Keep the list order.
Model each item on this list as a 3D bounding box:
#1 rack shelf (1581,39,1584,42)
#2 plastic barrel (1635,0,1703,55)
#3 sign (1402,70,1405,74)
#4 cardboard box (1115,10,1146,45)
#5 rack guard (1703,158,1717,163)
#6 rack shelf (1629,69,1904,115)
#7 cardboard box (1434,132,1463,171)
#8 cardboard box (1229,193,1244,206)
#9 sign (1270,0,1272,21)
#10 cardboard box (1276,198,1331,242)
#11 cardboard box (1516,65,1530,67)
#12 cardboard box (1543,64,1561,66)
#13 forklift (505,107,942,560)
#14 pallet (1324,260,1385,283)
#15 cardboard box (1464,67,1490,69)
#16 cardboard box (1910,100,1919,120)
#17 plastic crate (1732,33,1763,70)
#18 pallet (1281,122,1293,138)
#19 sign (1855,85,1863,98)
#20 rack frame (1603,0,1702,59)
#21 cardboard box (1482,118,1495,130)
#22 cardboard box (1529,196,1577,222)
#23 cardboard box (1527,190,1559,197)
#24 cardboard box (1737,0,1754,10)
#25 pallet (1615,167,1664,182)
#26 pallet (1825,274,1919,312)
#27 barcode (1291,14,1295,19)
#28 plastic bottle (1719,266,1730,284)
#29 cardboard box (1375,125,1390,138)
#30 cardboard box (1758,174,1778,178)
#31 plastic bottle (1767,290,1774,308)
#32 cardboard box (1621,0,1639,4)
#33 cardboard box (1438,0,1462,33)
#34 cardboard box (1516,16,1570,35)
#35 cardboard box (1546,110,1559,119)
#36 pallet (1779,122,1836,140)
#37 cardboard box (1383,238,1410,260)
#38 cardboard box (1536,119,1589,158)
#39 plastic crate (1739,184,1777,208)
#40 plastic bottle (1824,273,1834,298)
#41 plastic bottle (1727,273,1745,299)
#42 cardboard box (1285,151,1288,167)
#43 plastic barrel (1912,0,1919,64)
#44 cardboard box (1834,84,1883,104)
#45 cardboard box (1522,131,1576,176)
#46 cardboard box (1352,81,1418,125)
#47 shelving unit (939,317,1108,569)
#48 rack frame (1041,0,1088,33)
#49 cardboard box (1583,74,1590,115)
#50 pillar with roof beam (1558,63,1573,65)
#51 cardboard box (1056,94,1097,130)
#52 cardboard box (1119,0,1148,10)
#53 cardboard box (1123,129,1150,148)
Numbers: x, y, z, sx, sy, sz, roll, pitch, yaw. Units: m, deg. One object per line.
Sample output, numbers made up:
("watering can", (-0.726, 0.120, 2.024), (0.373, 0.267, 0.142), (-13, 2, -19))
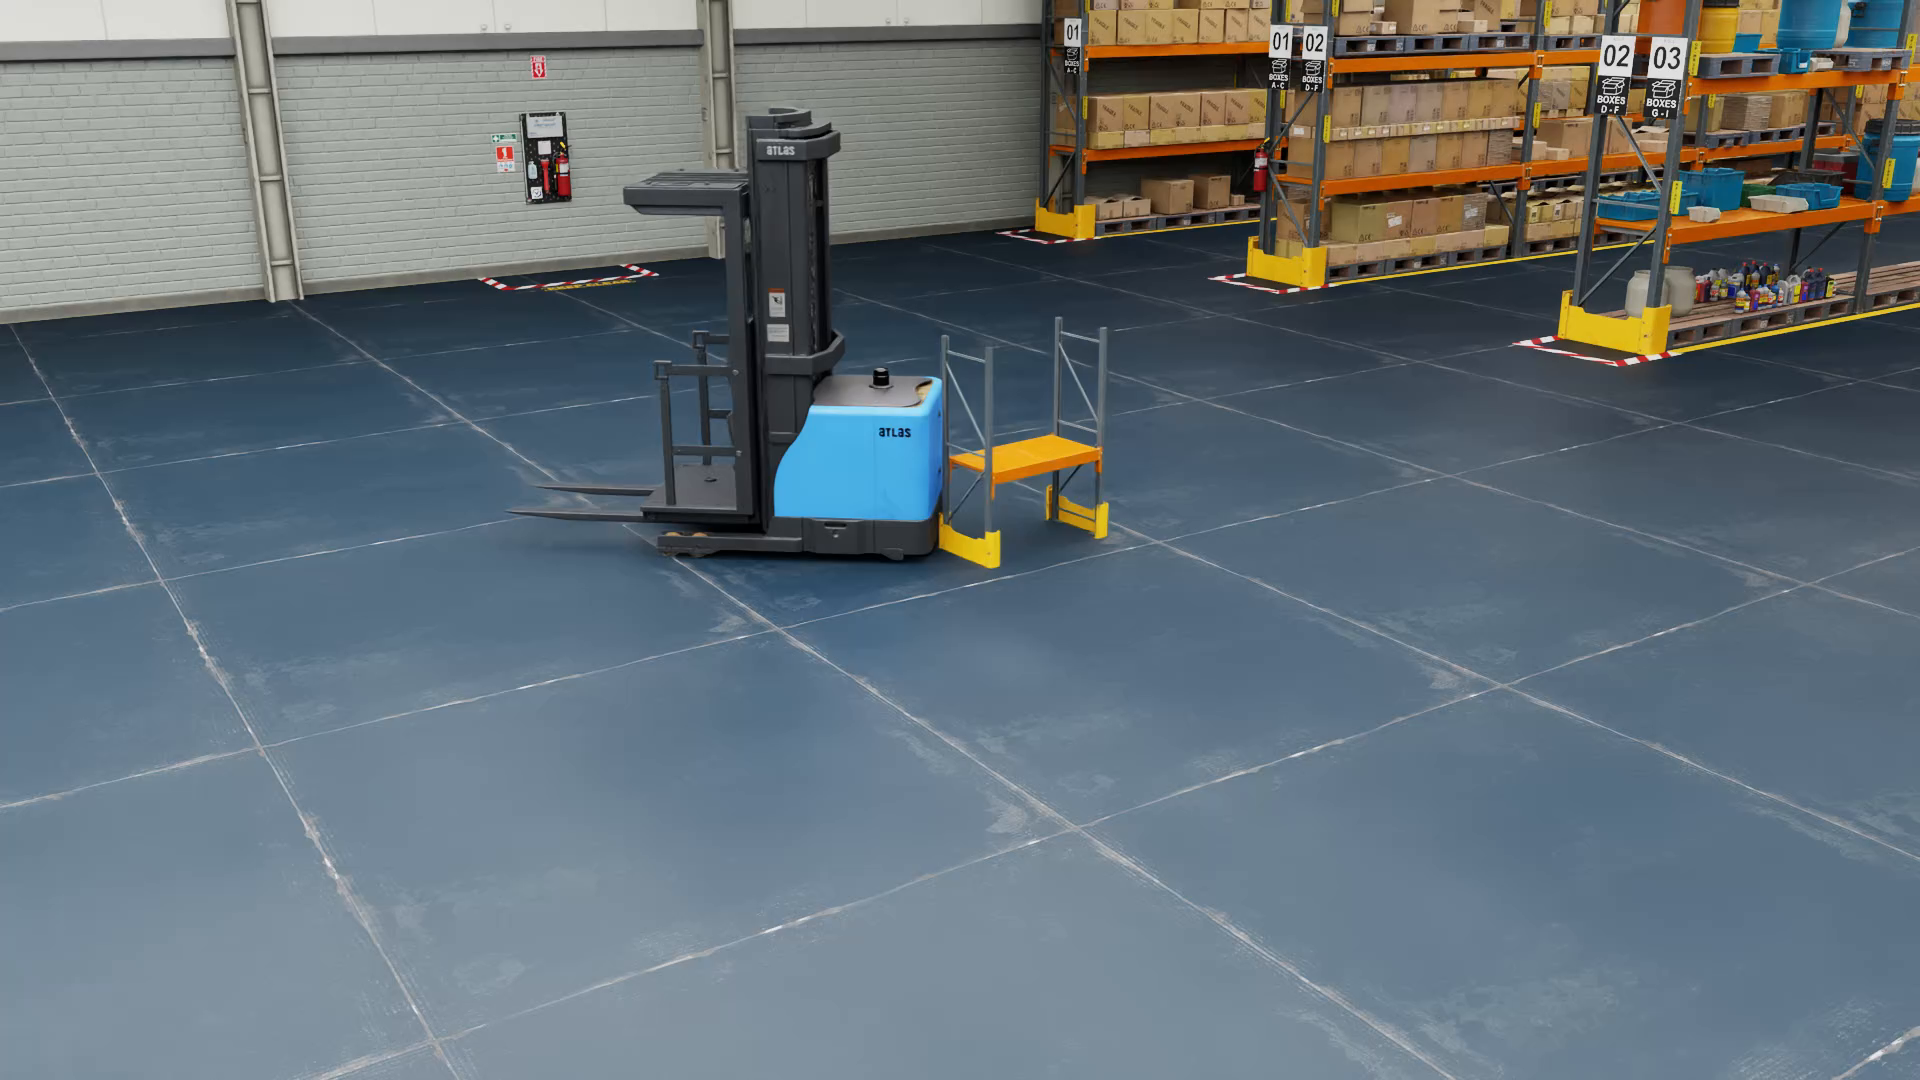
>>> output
("rack shelf", (9.910, -9.006, 30.141), (4.000, 0.370, 1.077), (-12, 22, -31))
("plastic barrel", (7.343, -5.458, 17.195), (0.708, 0.830, 0.600), (-12, 22, -31))
("sign", (7.932, -8.270, 29.716), (0.005, 0.325, 0.100), (-12, 22, -31))
("cardboard box", (2.443, -7.720, 25.024), (0.500, 0.500, 0.500), (-10, 21, -28))
("rack guard", (14.941, -7.803, 34.045), (0.348, 0.500, 1.175), (-12, 22, -31))
("rack shelf", (8.677, -4.947, 18.135), (4.000, 0.370, 1.077), (-12, 22, -31))
("cardboard box", (6.401, -5.330, 22.672), (0.500, 0.500, 0.700), (-12, 22, -31))
("cardboard box", (4.469, -5.633, 27.461), (0.250, 0.166, 0.380), (-16, 24, -38))
("sign", (3.999, -6.791, 21.206), (0.005, 0.325, 0.100), (-12, 22, -31))
("cardboard box", (4.570, -4.266, 22.147), (0.500, 0.500, 0.500), (-12, 22, -31))
("cardboard box", (10.620, -8.726, 31.050), (0.500, 0.250, 0.500), (-12, 22, -31))
("cardboard box", (11.053, -8.820, 31.328), (0.500, 0.250, 0.500), (-11, 22, -30))
("forklift", (-1.650, -1.434, 11.409), (3.031, 2.935, 1.130), (2, 19, 6))
("pallet", (4.902, -3.665, 22.257), (1.213, 0.211, 1.003), (-12, 22, -31))
("cardboard box", (9.341, -8.456, 30.250), (0.500, 0.250, 0.500), (-13, 22, -33))
("cardboard box", (16.153, -7.287, 28.459), (0.500, 0.500, 0.500), (-12, 22, -32))
("plastic crate", (8.434, -5.345, 18.212), (0.575, 0.384, 0.392), (-12, 22, -31))
("pallet", (5.617, -6.874, 27.694), (1.213, 0.211, 1.003), (-12, 22, -31))
("sign", (14.616, -7.355, 27.008), (0.005, 0.325, 0.100), (-12, 22, -31))
("rack frame", (7.007, -6.357, 16.497), (0.127, 3.000, 1.000), (-12, 22, -31))
("cardboard box", (7.092, -5.705, 22.766), (0.250, 0.149, 0.380), (-13, 22, -33))
("cardboard box", (8.530, -4.800, 24.021), (0.500, 0.311, 0.500), (-12, 22, -32))
("cardboard box", (8.656, -5.036, 24.718), (0.500, 0.311, 0.500), (-12, 22, -32))
("cardboard box", (11.761, -8.357, 25.378), (0.500, 0.500, 0.500), (-12, 22, -31))
("pallet", (13.279, -7.287, 32.969), (1.213, 0.211, 1.003), (-12, 22, -31))
("pallet", (10.982, -3.047, 20.428), (1.213, 0.211, 1.003), (-12, 22, -31))
("barcode", (4.273, -6.719, 21.344), (0.075, 0.075, 0.001), (-12, 22, -31))
("plastic bottle", (8.933, -3.034, 19.484), (0.185, 0.351, 0.144), (-12, 22, -32))
("cardboard box", (5.372, -5.341, 21.691), (0.250, 0.149, 0.380), (-12, 22, -32))
("cardboard box", (13.217, -5.642, 26.965), (0.500, 0.500, 0.500), (-12, 22, -31))
("plastic bottle", (9.145, -2.729, 18.816), (0.097, 0.201, 0.097), (0, 19, 0))
("cardboard box", (12.330, -10.280, 31.038), (0.500, 0.500, 0.500), (-12, 22, -32))
("cardboard box", (6.182, -7.024, 22.118), (0.637, 0.503, 0.797), (-9, 21, -25))
("cardboard box", (8.147, -7.200, 23.253), (0.500, 0.250, 0.500), (-9, 21, -26))
("cardboard box", (10.827, -7.887, 30.751), (0.250, 0.149, 0.380), (-12, 22, -31))
("pallet", (13.581, -6.752, 27.332), (1.213, 0.211, 1.003), (-12, 22, -31))
("cardboard box", (5.690, -3.949, 22.379), (0.500, 0.250, 0.500), (-12, 22, -31))
("cardboard box", (8.717, -5.816, 24.108), (0.500, 0.500, 0.500), (-10, 21, -28))
("plastic crate", (9.059, -3.955, 19.092), (0.662, 0.188, 0.450), (-12, 22, -31))
("plastic bottle", (10.127, -2.968, 19.395), (0.133, 0.283, 0.061), (-11, 21, -29))
("plastic bottle", (9.035, -2.963, 19.391), (0.135, 0.276, 0.152), (-12, 22, -31))
("cardboard box", (5.871, -6.461, 28.219), (0.500, 0.250, 0.500), (-12, 22, -33))
("plastic barrel", (11.199, -6.141, 19.759), (0.600, 0.901, 0.600), (0, 19, 0))
("cardboard box", (14.856, -7.483, 27.478), (0.500, 0.500, 0.500), (-11, 22, -30))
("cardboard box", (11.109, -7.310, 31.384), (0.750, 0.750, 0.750), (-12, 22, -31))
("cardboard box", (5.584, -5.774, 21.957), (0.500, 0.500, 0.700), (-12, 22, -31))
("shelving unit", (0.449, -0.697, 11.465), (1.083, 1.500, 0.587), (-14, 23, -36))
("rack frame", (1.558, -9.007, 24.335), (0.127, 3.000, 1.000), (-12, 22, -31))
("cardboard box", (12.043, -8.512, 31.770), (0.700, 0.700, 0.980), (-12, 22, -31))
("pillar with roof beam", (14.057, -10.324, 28.230), (0.400, 9.000, 9.100), (-12, 22, -31))
("cardboard box", (1.835, -6.598, 25.611), (0.500, 0.500, 0.500), (-12, 22, -32))
("cardboard box", (2.460, -8.194, 24.866), (0.500, 0.500, 0.500), (-12, 22, -32))
("cardboard box", (2.566, -6.199, 25.602), (0.500, 0.250, 0.500), (-13, 22, -33))
